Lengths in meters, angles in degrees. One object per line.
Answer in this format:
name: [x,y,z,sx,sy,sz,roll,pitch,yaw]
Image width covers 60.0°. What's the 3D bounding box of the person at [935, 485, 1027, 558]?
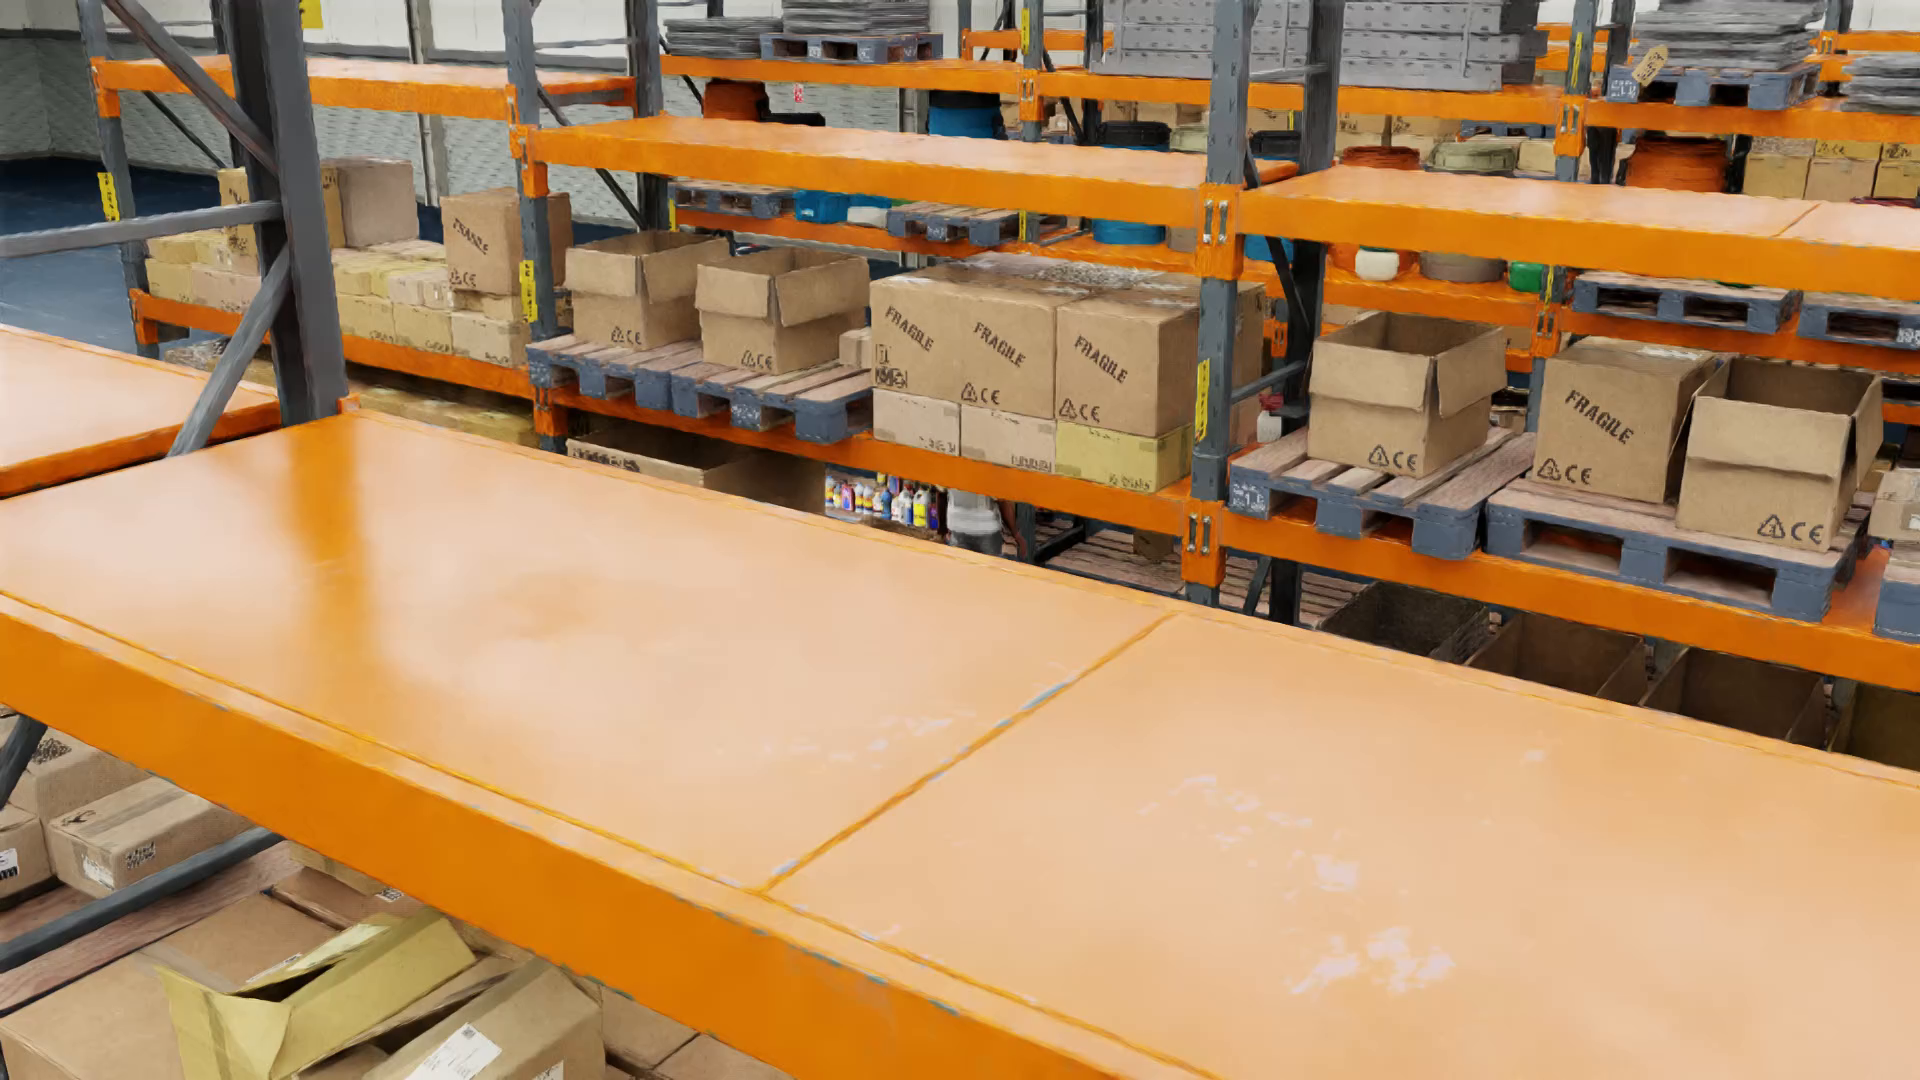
person: [0.168,-0.081,12.442,0.765,1.767,0.619,10,22,26]
